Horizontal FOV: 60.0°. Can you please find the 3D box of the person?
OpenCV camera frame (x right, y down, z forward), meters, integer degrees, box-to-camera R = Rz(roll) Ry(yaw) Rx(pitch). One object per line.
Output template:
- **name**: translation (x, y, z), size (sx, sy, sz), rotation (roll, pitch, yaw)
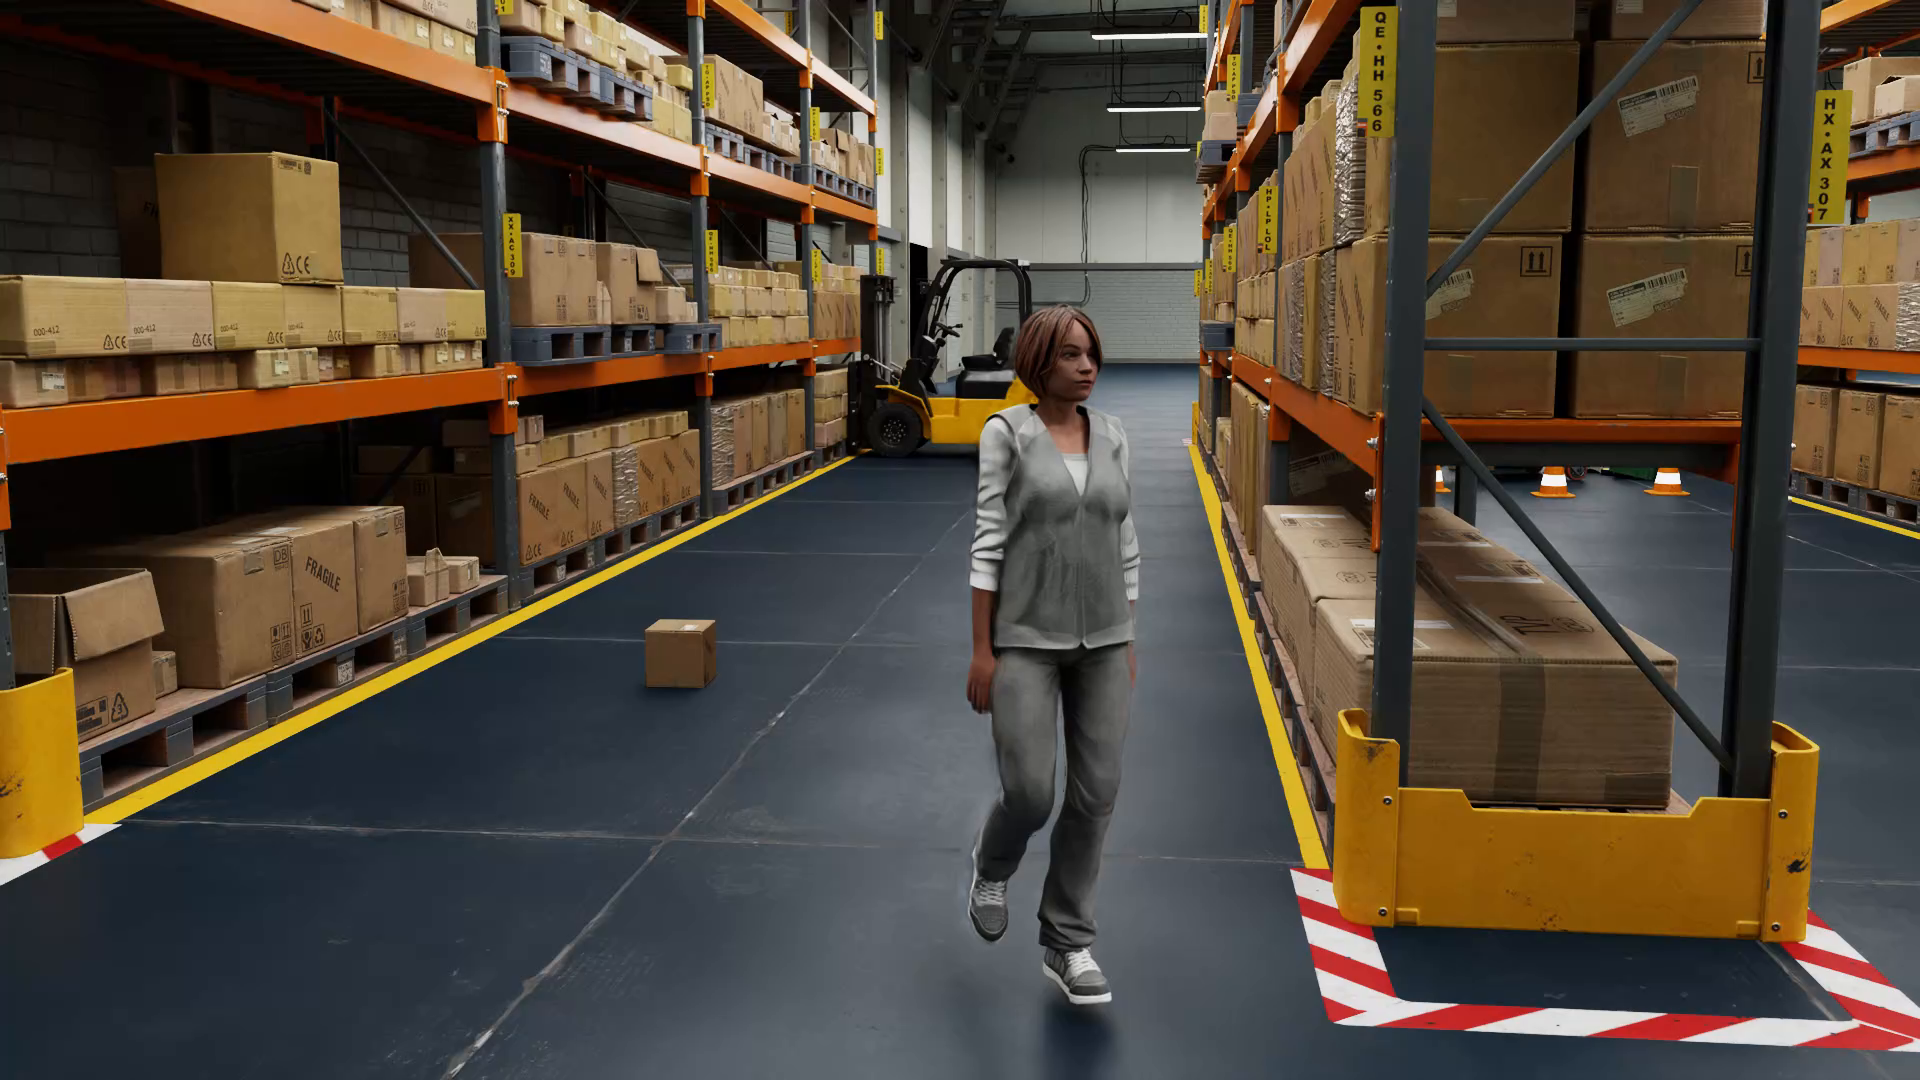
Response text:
- **person**: translation (0.221, 0.251, 3.863), size (0.449, 1.587, 0.500), rotation (-3, 8, -19)
